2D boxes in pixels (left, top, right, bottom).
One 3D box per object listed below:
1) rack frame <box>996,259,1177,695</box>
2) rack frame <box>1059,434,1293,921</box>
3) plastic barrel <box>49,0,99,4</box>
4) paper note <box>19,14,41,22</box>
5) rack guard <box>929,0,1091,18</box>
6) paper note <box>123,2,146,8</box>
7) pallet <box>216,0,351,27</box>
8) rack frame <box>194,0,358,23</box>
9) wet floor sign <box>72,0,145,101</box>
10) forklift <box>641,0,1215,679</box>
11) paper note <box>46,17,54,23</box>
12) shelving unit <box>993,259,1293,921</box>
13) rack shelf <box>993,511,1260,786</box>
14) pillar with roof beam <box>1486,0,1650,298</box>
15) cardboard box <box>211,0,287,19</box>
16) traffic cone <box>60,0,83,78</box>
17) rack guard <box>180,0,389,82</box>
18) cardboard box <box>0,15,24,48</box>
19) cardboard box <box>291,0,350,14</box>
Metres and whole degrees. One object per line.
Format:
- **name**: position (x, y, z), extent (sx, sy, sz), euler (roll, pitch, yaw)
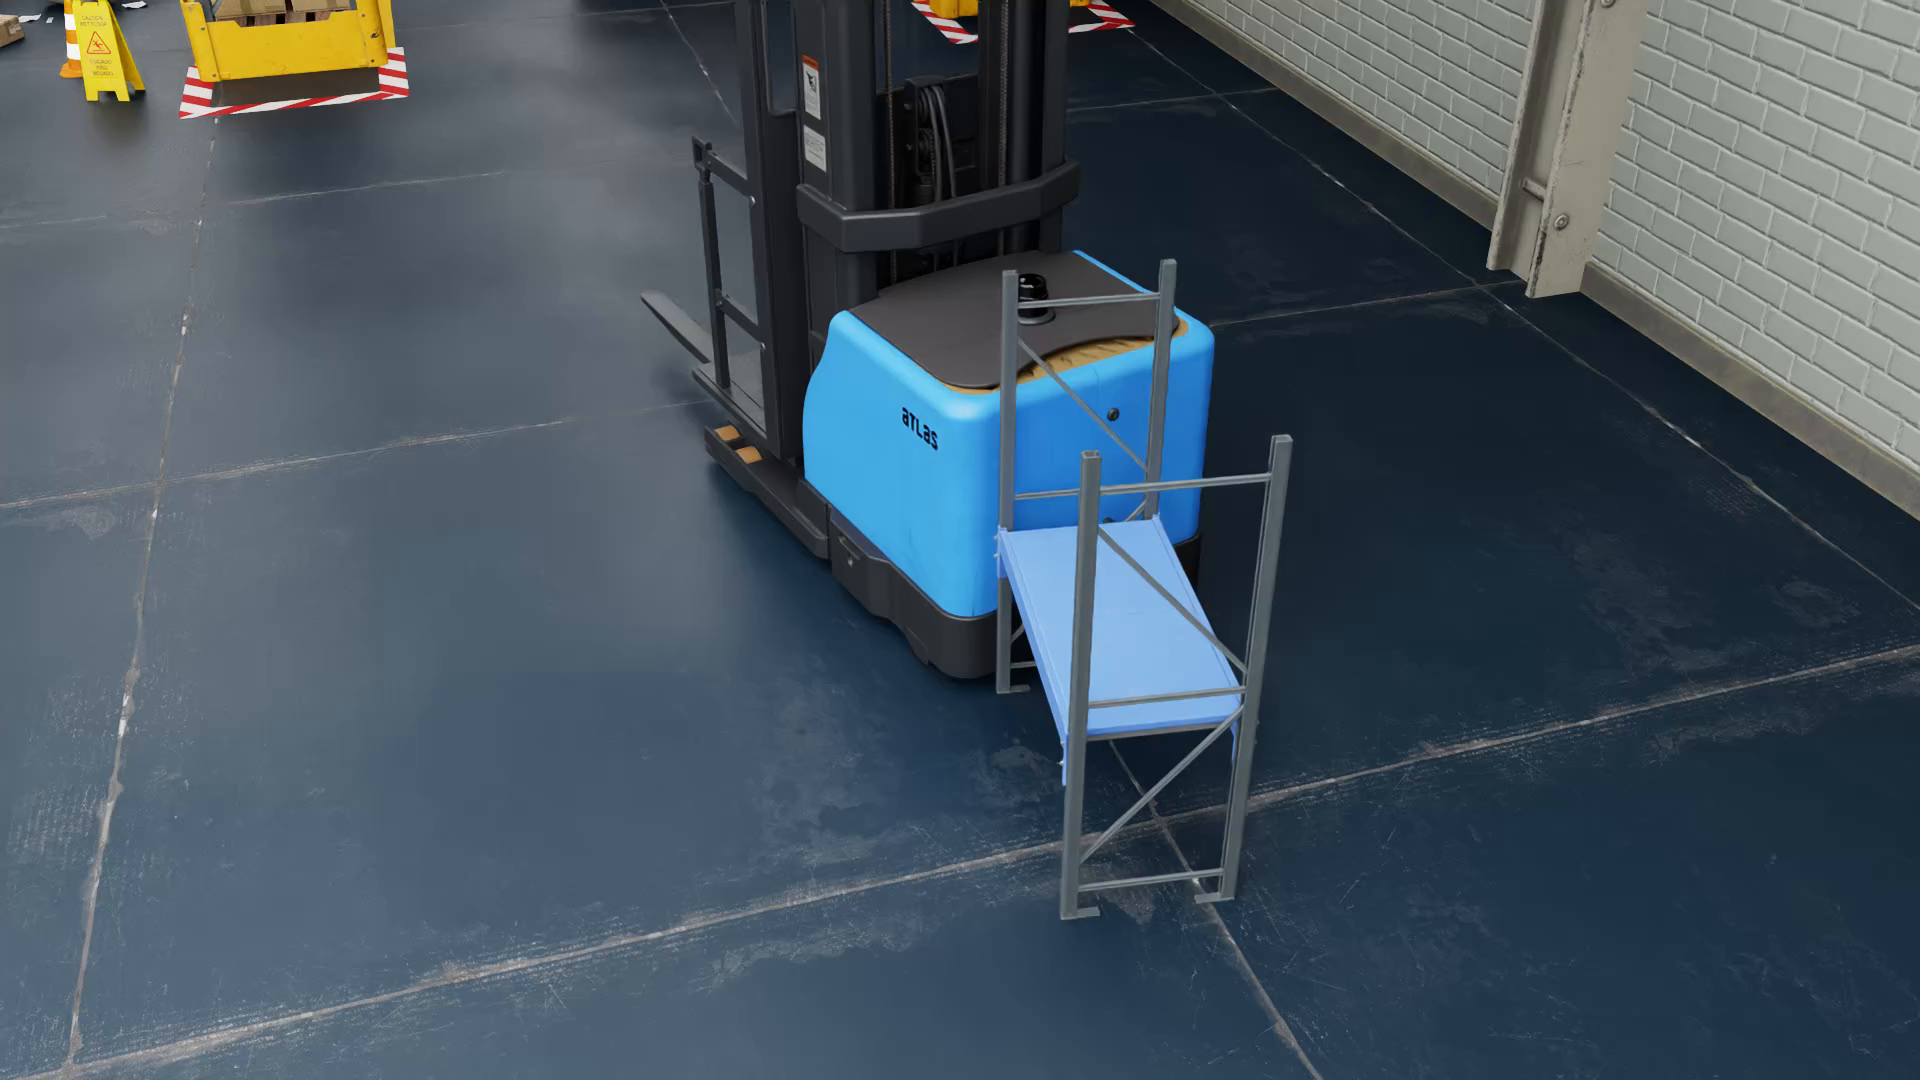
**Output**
- **rack frame**: position (0.367, -0.146, 5.110), extent (0.500, 1.500, 0.032), euler (-5, 34, -8)
- **rack frame**: position (0.528, 0.408, 4.272), extent (0.500, 1.500, 0.032), euler (-5, 34, -8)
- **plastic barrel**: position (-6.437, -4.097, 12.066), extent (0.512, 0.421, 0.421), euler (13, 36, 18)
- **paper note**: position (-6.666, -3.731, 11.879), extent (0.148, 0.019, 0.142), euler (1, 33, 2)
- **rack guard**: position (0.368, -4.123, 12.036), extent (1.175, 0.500, 0.348), euler (-10, 35, -15)
- **paper note**: position (-6.029, -3.915, 12.148), extent (0.142, 0.019, 0.148), euler (-23, 40, -31)
- **pallet**: position (-4.603, -3.651, 11.584), extent (1.003, 0.211, 1.213), euler (-10, 35, -15)
- **rack frame**: position (-4.365, -4.342, 10.100), extent (1.000, 3.000, 0.127), euler (-10, 35, -15)
- **wet floor sign**: position (-5.326, -3.080, 10.326), extent (0.267, 0.644, 0.232), euler (1, 33, 2)
- **forklift**: position (-0.366, -1.548, 5.933), extent (1.130, 2.935, 3.031), euler (-19, 38, -26)
- **paper note**: position (-6.484, -3.705, 11.847), extent (0.032, 0.001, 0.123), euler (-10, 35, -15)
- **shelving unit**: position (0.448, 0.131, 4.691), extent (0.538, 1.500, 1.048), euler (-5, 34, -8)
- **rack shelf**: position (0.448, 0.281, 4.790), extent (0.538, 0.185, 1.000), euler (-5, 34, -8)
- **pillar with roof beam**: position (-1.263, -4.324, 4.632), extent (9.100, 9.000, 0.400), euler (-10, 35, -15)
- **cardboard box**: position (-4.875, -3.762, 11.335), extent (0.500, 0.250, 0.500), euler (-10, 35, -15)
- **traffic cone**: position (-5.725, -3.292, 10.813), extent (0.336, 0.463, 0.334), euler (-10, 35, -15)
- **rack guard**: position (-4.389, -3.339, 10.849), extent (1.175, 0.500, 0.348), euler (-10, 35, -15)
- **cardboard box**: position (-6.689, -3.501, 11.413), extent (0.380, 0.149, 0.250), euler (7, 34, 10)
- **cardboard box**: position (-4.348, -3.840, 11.453), extent (0.500, 0.250, 0.500), euler (-10, 35, -15)
